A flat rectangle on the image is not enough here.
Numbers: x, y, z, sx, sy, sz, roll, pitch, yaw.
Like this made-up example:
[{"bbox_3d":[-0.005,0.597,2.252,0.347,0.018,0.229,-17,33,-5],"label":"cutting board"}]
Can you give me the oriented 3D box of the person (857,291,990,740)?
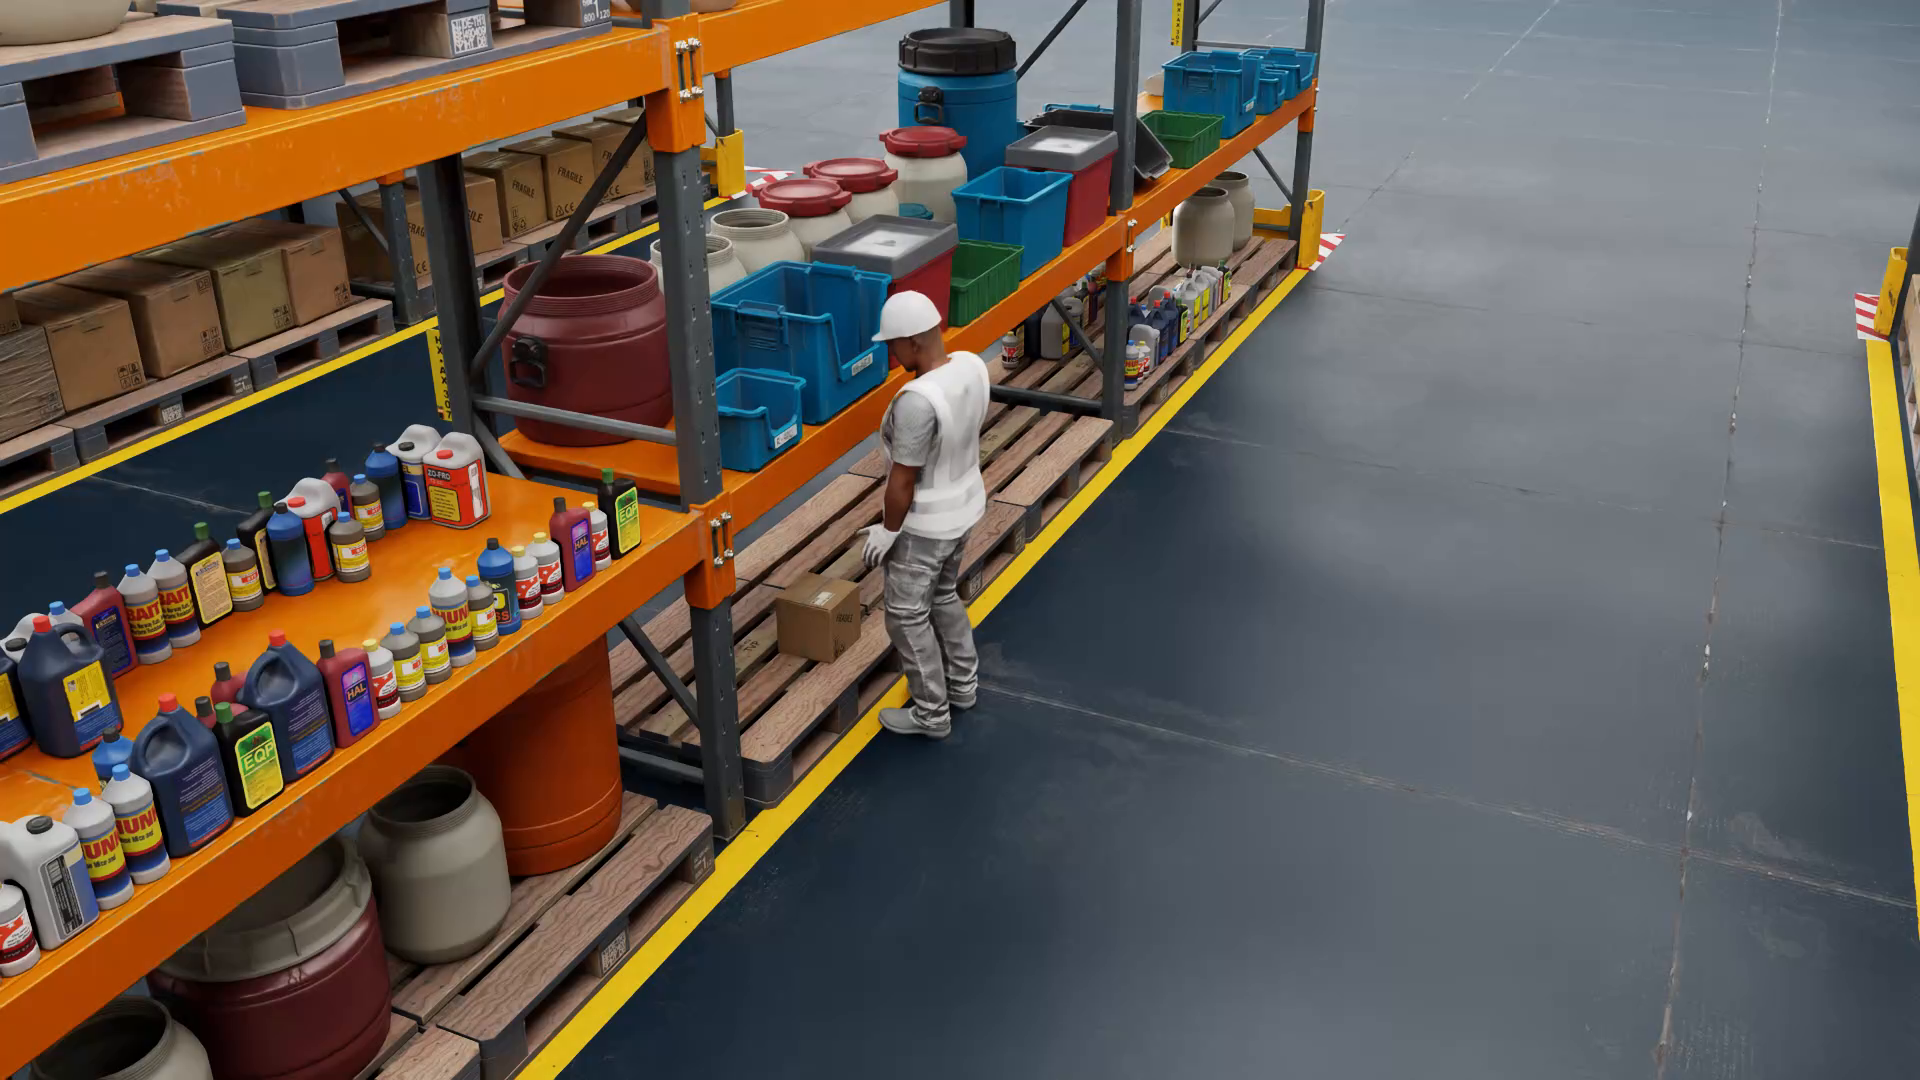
[{"bbox_3d":[-0.130,-0.081,6.280,0.389,1.763,0.557,12,28,23],"label":"person"}]
